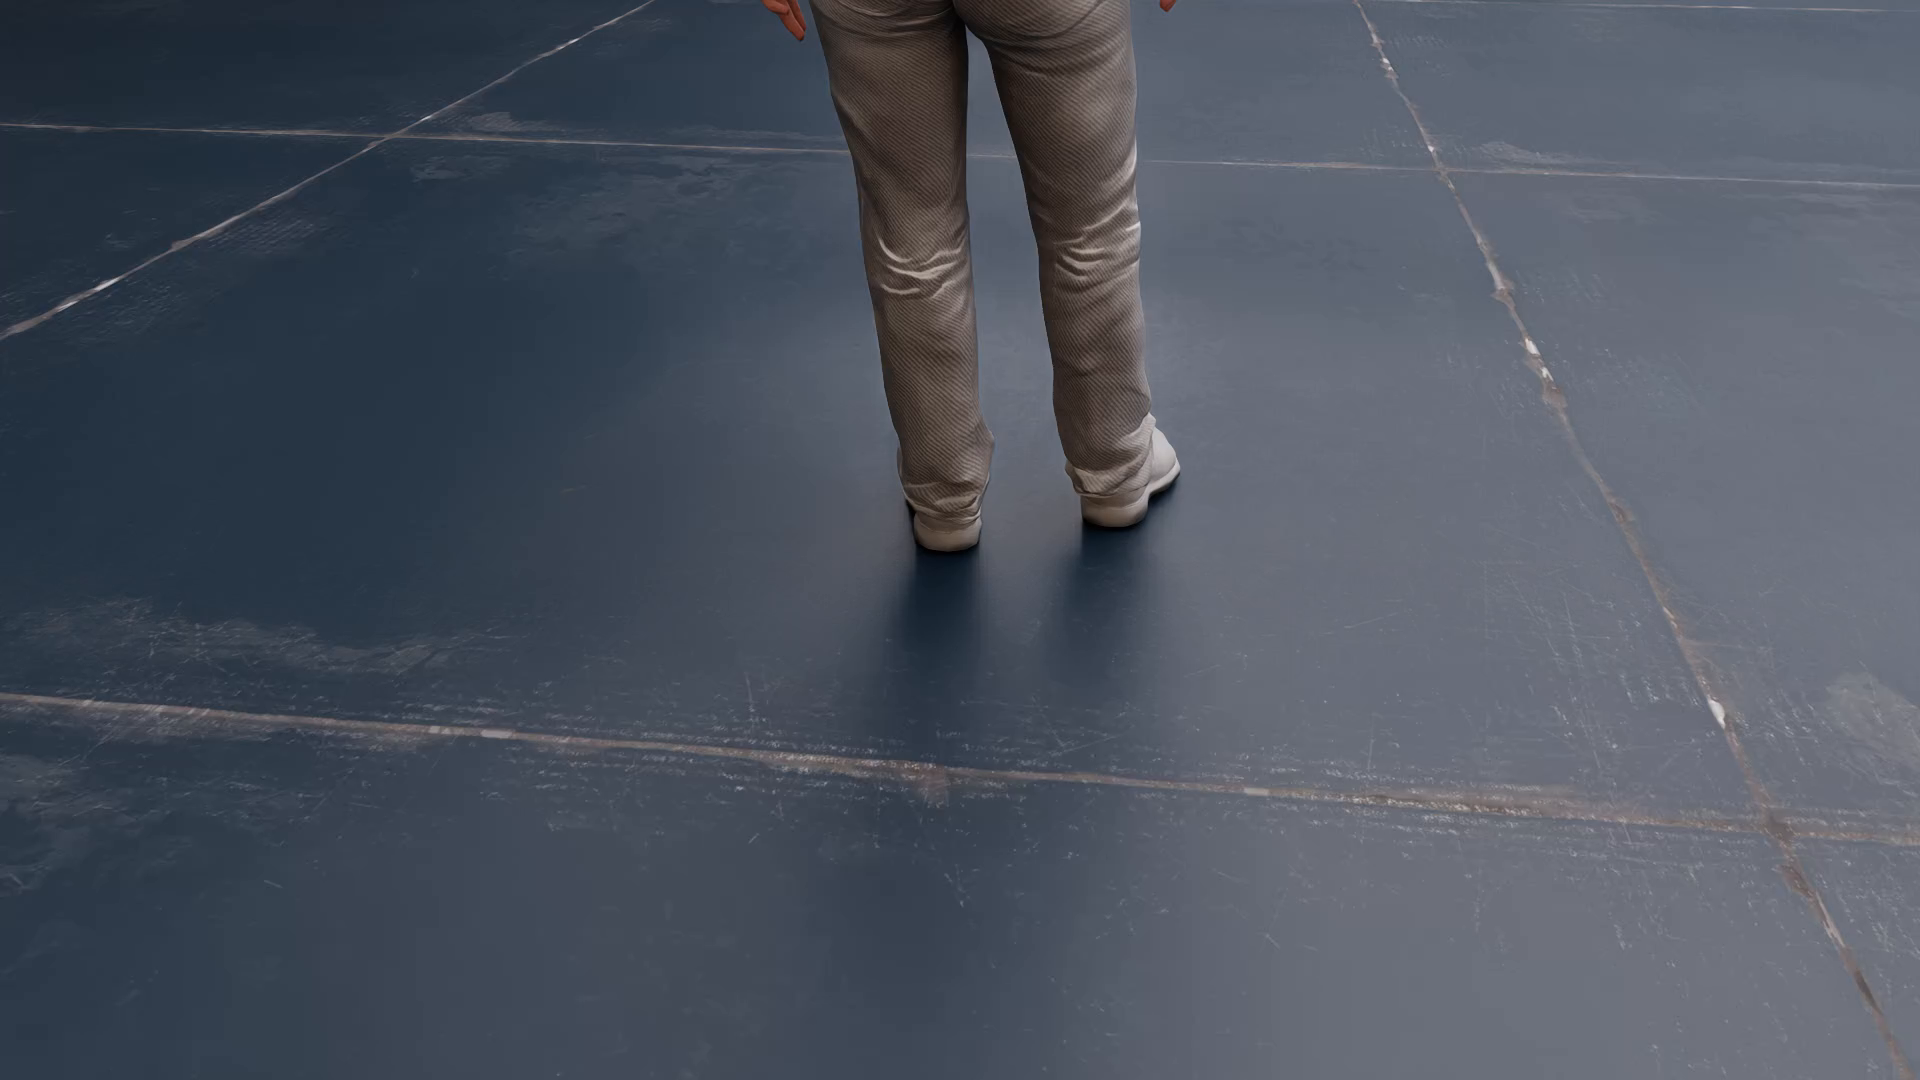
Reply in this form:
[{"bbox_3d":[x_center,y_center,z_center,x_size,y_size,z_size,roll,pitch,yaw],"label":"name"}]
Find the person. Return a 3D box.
[{"bbox_3d":[0.016,-0.827,2.155,0.632,1.773,0.568,3,27,7],"label":"person"}]
